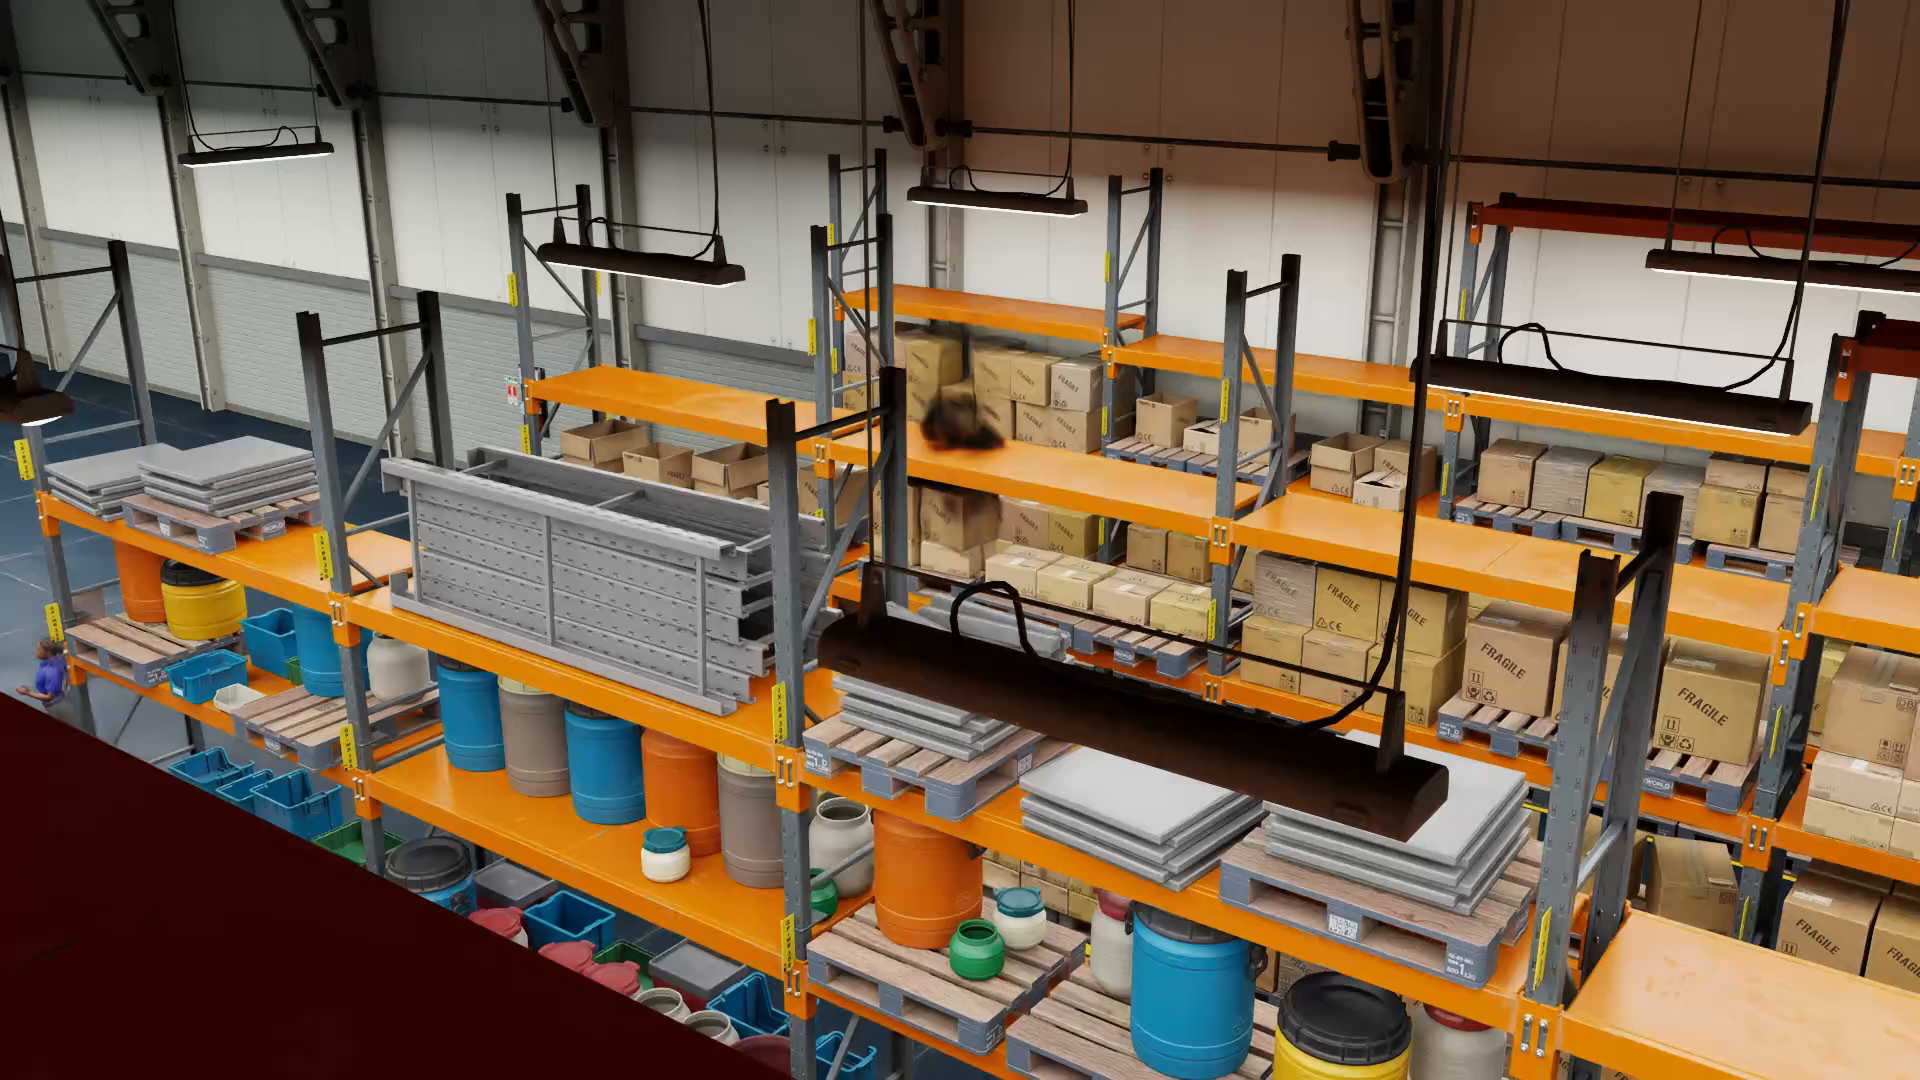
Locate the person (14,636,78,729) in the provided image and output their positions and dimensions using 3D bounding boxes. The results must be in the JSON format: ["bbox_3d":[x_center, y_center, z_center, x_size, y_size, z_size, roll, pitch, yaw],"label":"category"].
[{"bbox_3d":[-9.292,1.786,17.137,0.877,1.659,0.566,-10,21,-29],"label":"person"}]
